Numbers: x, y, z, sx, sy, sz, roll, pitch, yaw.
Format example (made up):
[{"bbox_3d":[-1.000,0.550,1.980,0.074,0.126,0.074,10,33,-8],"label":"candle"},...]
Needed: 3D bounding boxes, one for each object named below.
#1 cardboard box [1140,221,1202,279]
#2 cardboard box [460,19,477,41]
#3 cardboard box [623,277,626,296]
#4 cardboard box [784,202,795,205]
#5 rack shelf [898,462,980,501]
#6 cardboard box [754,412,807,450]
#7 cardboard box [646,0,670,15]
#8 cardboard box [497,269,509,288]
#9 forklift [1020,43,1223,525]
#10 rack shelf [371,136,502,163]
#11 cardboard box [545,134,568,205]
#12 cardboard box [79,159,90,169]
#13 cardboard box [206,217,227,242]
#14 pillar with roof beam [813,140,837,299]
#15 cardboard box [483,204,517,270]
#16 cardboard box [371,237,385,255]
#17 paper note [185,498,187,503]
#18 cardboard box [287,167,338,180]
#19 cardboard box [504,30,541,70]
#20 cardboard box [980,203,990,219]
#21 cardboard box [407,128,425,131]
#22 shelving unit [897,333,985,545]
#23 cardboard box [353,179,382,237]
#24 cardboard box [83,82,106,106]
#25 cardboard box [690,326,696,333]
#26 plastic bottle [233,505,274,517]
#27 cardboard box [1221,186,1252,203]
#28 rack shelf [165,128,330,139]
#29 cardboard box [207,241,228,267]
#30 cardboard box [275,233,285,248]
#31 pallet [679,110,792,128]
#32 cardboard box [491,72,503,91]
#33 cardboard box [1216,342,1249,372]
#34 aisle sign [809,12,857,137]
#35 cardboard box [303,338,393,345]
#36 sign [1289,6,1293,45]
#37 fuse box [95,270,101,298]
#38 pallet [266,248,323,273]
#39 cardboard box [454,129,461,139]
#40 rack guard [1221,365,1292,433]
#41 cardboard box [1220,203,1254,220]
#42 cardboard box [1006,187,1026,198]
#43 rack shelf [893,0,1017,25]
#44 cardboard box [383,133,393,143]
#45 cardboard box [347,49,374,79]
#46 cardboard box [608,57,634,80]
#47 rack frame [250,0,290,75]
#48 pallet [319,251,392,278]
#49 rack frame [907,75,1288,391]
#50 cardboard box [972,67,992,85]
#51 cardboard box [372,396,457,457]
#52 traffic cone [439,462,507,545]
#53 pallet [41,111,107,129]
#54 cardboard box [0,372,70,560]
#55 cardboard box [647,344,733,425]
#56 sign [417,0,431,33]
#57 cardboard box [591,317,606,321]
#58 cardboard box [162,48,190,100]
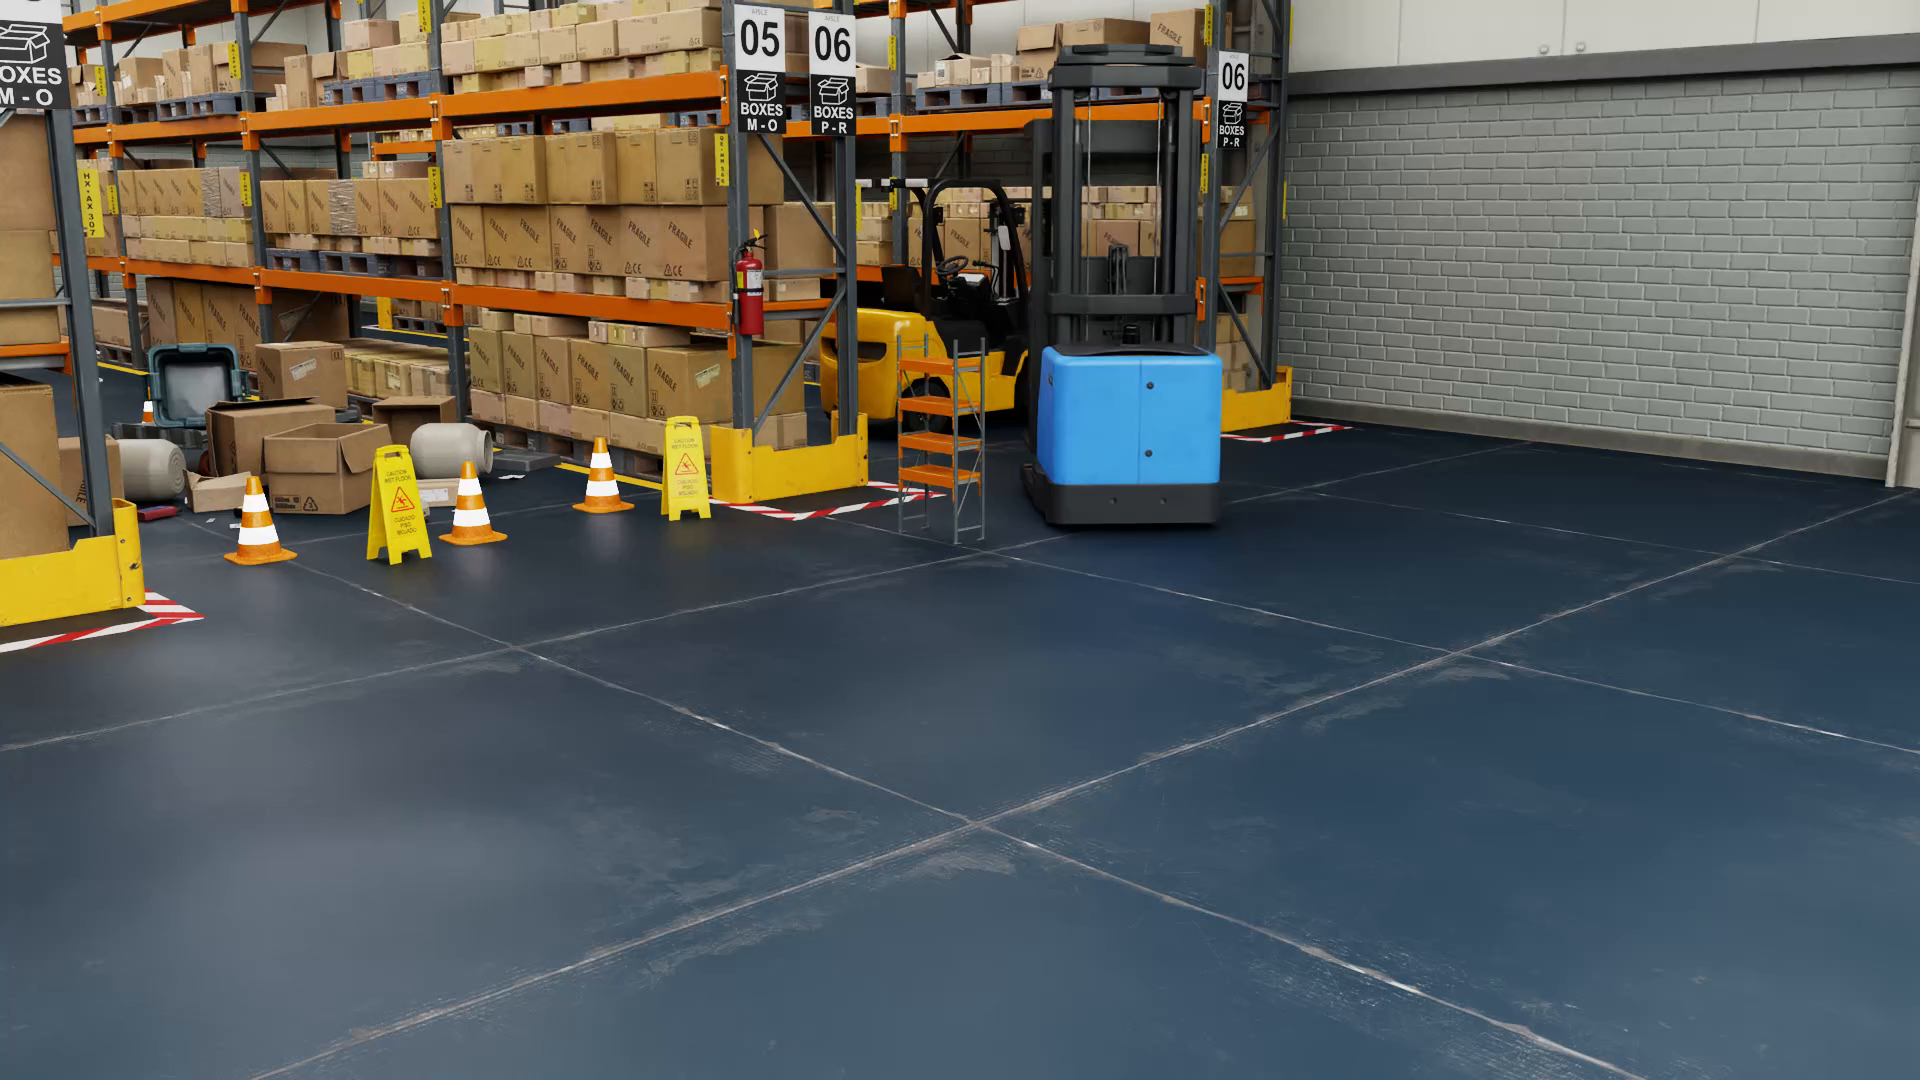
[{"bbox_3d":[1.942,-2.575,14.729,0.500,0.500,0.500,-11,16,-44],"label":"cardboard box"},{"bbox_3d":[-3.696,-3.994,13.076,0.380,0.149,0.250,-10,15,-41],"label":"cardboard box"},{"bbox_3d":[-2.220,-1.853,12.093,0.380,0.149,0.250,-11,16,-42],"label":"cardboard box"},{"bbox_3d":[-1.830,-3.671,18.439,0.250,0.149,0.380,11,16,44],"label":"cardboard box"},{"bbox_3d":[-0.114,-0.351,9.961,0.258,0.148,0.480,-11,16,-43],"label":"rack shelf"},{"bbox_3d":[-1.472,-0.814,12.202,0.500,0.250,0.500,-11,16,-43],"label":"cardboard box"},{"bbox_3d":[-1.902,-3.621,11.268,0.380,0.149,0.250,-11,16,-43],"label":"cardboard box"},{"bbox_3d":[-3.475,-2.105,13.316,0.380,0.149,0.250,-11,16,-43],"label":"cardboard box"},{"bbox_3d":[1.001,-1.769,11.234,1.130,2.935,3.031,-1,12,-3],"label":"forklift"},{"bbox_3d":[-7.196,-5.651,24.256,1.077,0.370,4.000,-11,16,-43],"label":"rack shelf"},{"bbox_3d":[-2.641,-2.754,12.384,0.700,0.500,0.500,-11,16,-43],"label":"cardboard box"},{"bbox_3d":[-10.501,-4.564,20.299,0.380,0.149,0.250,-11,16,-43],"label":"cardboard box"},{"bbox_3d":[-7.515,-3.247,17.372,0.500,0.250,0.500,11,16,44],"label":"cardboard box"},{"bbox_3d":[-4.614,-5.932,16.404,9.100,9.000,0.400,-11,16,-43],"label":"pillar with roof beam"},{"bbox_3d":[-3.412,-2.404,13.162,0.500,0.500,0.500,-11,16,-43],"label":"cardboard box"},{"bbox_3d":[-4.985,-2.612,14.738,0.380,0.149,0.250,-11,16,-42],"label":"cardboard box"},{"bbox_3d":[-5.127,-0.277,11.198,0.172,0.023,0.155,-5,13,-23],"label":"paper note"},{"bbox_3d":[-6.804,-3.611,17.279,0.500,0.500,0.500,11,16,43],"label":"cardboard box"},{"bbox_3d":[-3.072,-3.673,12.505,0.500,0.250,0.500,-11,16,-42],"label":"cardboard box"},{"bbox_3d":[0.416,-3.202,16.163,0.380,0.149,0.250,-11,16,-43],"label":"cardboard box"},{"bbox_3d":[-7.758,-6.117,24.369,0.500,0.250,0.500,11,16,43],"label":"cardboard box"},{"bbox_3d":[-0.114,-0.612,9.908,0.258,1.200,0.503,-11,16,-43],"label":"shelving unit"},{"bbox_3d":[-5.058,-2.967,14.852,0.500,0.500,0.500,-10,15,-41],"label":"cardboard box"},{"bbox_3d":[-10.075,-5.257,19.603,0.396,0.266,0.258,-10,15,-41],"label":"cardboard box"},{"bbox_3d":[-3.114,-3.982,19.899,0.523,3.350,1.653,-11,16,-42],"label":"cardboard box"},{"bbox_3d":[-4.546,-0.182,10.644,0.283,0.061,0.133,6,13,26],"label":"plastic bottle"},{"bbox_3d":[2.395,-3.082,14.845,0.380,0.149,0.250,-11,16,-44],"label":"cardboard box"},{"bbox_3d":[-8.021,-4.445,18.048,0.831,0.071,3.687,-11,16,-43],"label":"rack shelf"},{"bbox_3d":[-7.541,-3.003,17.425,0.500,0.250,0.500,-11,16,-42],"label":"cardboard box"},{"bbox_3d":[-6.550,-2.976,16.503,0.250,0.149,0.380,11,16,42],"label":"cardboard box"},{"bbox_3d":[-2.519,-4.949,19.532,1.213,0.211,1.003,-10,15,-40],"label":"pallet"},{"bbox_3d":[-3.448,-3.582,13.054,0.380,0.149,0.250,-11,16,-43],"label":"cardboard box"},{"bbox_3d":[2.298,-1.692,15.227,0.500,0.250,0.500,-11,16,-42],"label":"cardboard box"},{"bbox_3d":[-0.848,-3.106,11.112,0.394,0.787,0.004,-11,16,-43],"label":"aisle sign"},{"bbox_3d":[-6.257,-1.801,16.691,0.625,0.372,0.950,10,16,41],"label":"cardboard box"},{"bbox_3d":[2.878,-4.503,14.541,0.100,0.325,0.005,-11,16,-43],"label":"sign"},{"bbox_3d":[-14.456,-4.594,27.969,0.539,1.711,0.414,-11,16,-43],"label":"fuse box"},{"bbox_3d":[-6.071,-2.783,16.462,1.213,0.211,1.003,-11,16,-43],"label":"pallet"},{"bbox_3d":[-6.953,-5.756,23.604,0.380,0.149,0.250,-10,15,-41],"label":"cardboard box"},{"bbox_3d":[2.489,-1.263,14.804,1.175,0.500,0.348,-11,16,-43],"label":"rack guard"},{"bbox_3d":[2.425,-2.943,14.909,0.250,0.149,0.380,11,16,44],"label":"cardboard box"},{"bbox_3d":[0.662,-3.322,16.011,0.380,0.149,0.250,-11,16,-43],"label":"cardboard box"},{"bbox_3d":[1.091,-5.173,15.493,1.077,0.370,4.000,-11,16,-43],"label":"rack shelf"},{"bbox_3d":[-8.525,-6.093,25.242,0.380,0.149,0.250,-10,16,-41],"label":"cardboard box"},{"bbox_3d":[-5.083,-4.198,14.752,0.500,0.250,0.500,-11,16,-42],"label":"cardboard box"},{"bbox_3d":[-2.252,-3.309,11.729,0.380,0.149,0.250,-11,16,-43],"label":"cardboard box"},{"bbox_3d":[-6.638,-5.905,16.272,0.949,2.616,0.053,-11,16,-43],"label":"rack frame"},{"bbox_3d":[-6.614,-2.894,13.287,2.234,1.710,6.013,11,16,43],"label":"pallet"},{"bbox_3d":[1.104,-2.780,15.972,1.000,3.000,4.090,-11,16,-43],"label":"rack frame"},{"bbox_3d":[0.331,-4.456,16.004,0.380,0.149,0.250,-10,15,-41],"label":"cardboard box"},{"bbox_3d":[-4.122,-0.813,12.615,0.500,0.500,0.500,-1,12,-4],"label":"cardboard box"},{"bbox_3d":[-2.913,-0.235,9.905,0.336,0.463,0.334,-11,16,-43],"label":"traffic cone"},{"bbox_3d":[-10.798,-5.275,20.866,1.003,0.211,1.213,-11,16,-43],"label":"pallet"},{"bbox_3d":[-5.658,-1.517,8.803,0.987,2.999,2.515,-11,16,-42],"label":"cardboard box"},{"bbox_3d":[-1.857,-1.106,11.759,0.500,0.500,0.500,-11,16,-42],"label":"cardboard box"},{"bbox_3d":[-4.277,-4.220,13.269,0.100,0.325,0.005,-11,16,-43],"label":"sign"},{"bbox_3d":[-4.574,-2.895,21.685,0.500,0.500,0.500,11,16,43],"label":"cardboard box"},{"bbox_3d":[-8.067,-4.907,17.573,0.500,0.500,0.500,-11,16,-42],"label":"cardboard box"}]
